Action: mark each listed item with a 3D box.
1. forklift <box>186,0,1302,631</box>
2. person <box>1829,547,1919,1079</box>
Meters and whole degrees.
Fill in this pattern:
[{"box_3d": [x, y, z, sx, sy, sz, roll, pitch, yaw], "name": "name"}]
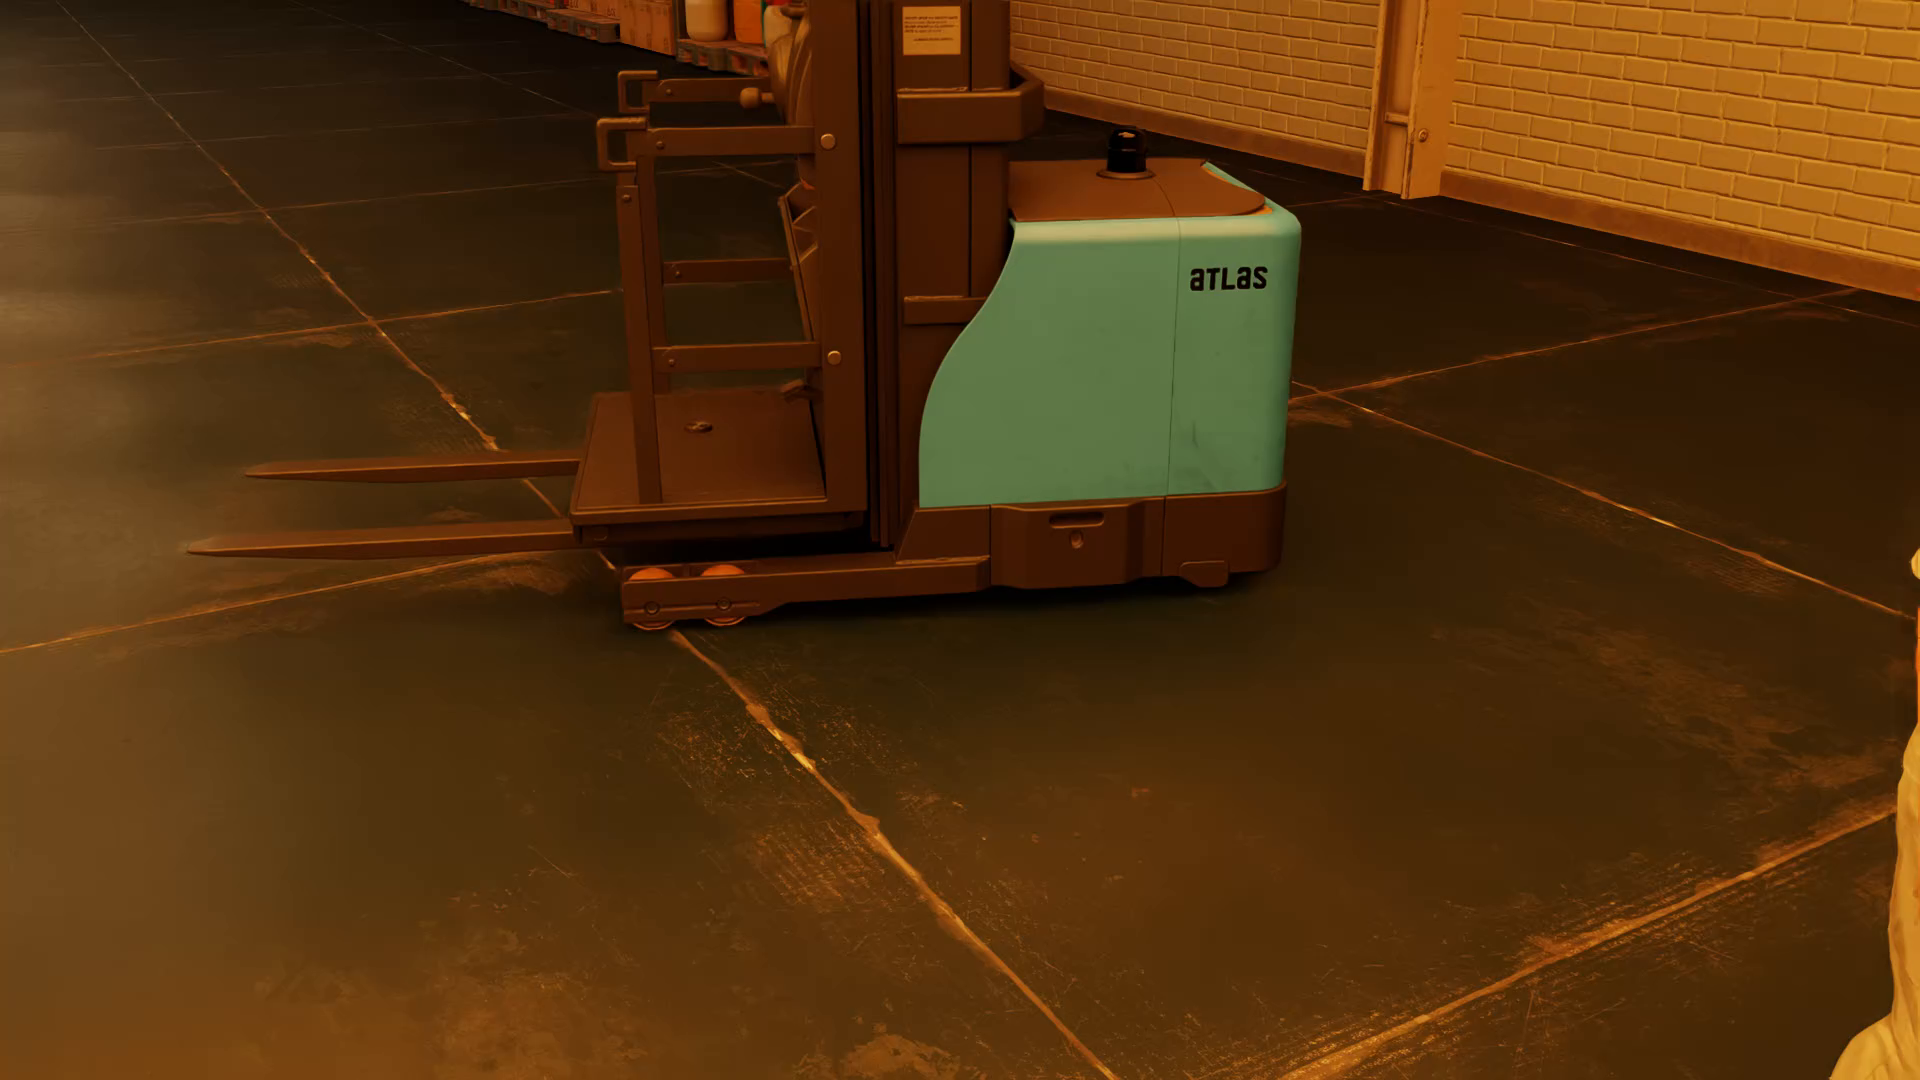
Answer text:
[{"box_3d": [-0.629, -1.323, 4.498, 3.031, 2.935, 1.130, -3, 22, -7], "name": "forklift"}, {"box_3d": [1.417, 0.372, 2.129, 0.538, 1.710, 0.497, -10, 24, -22], "name": "person"}]
